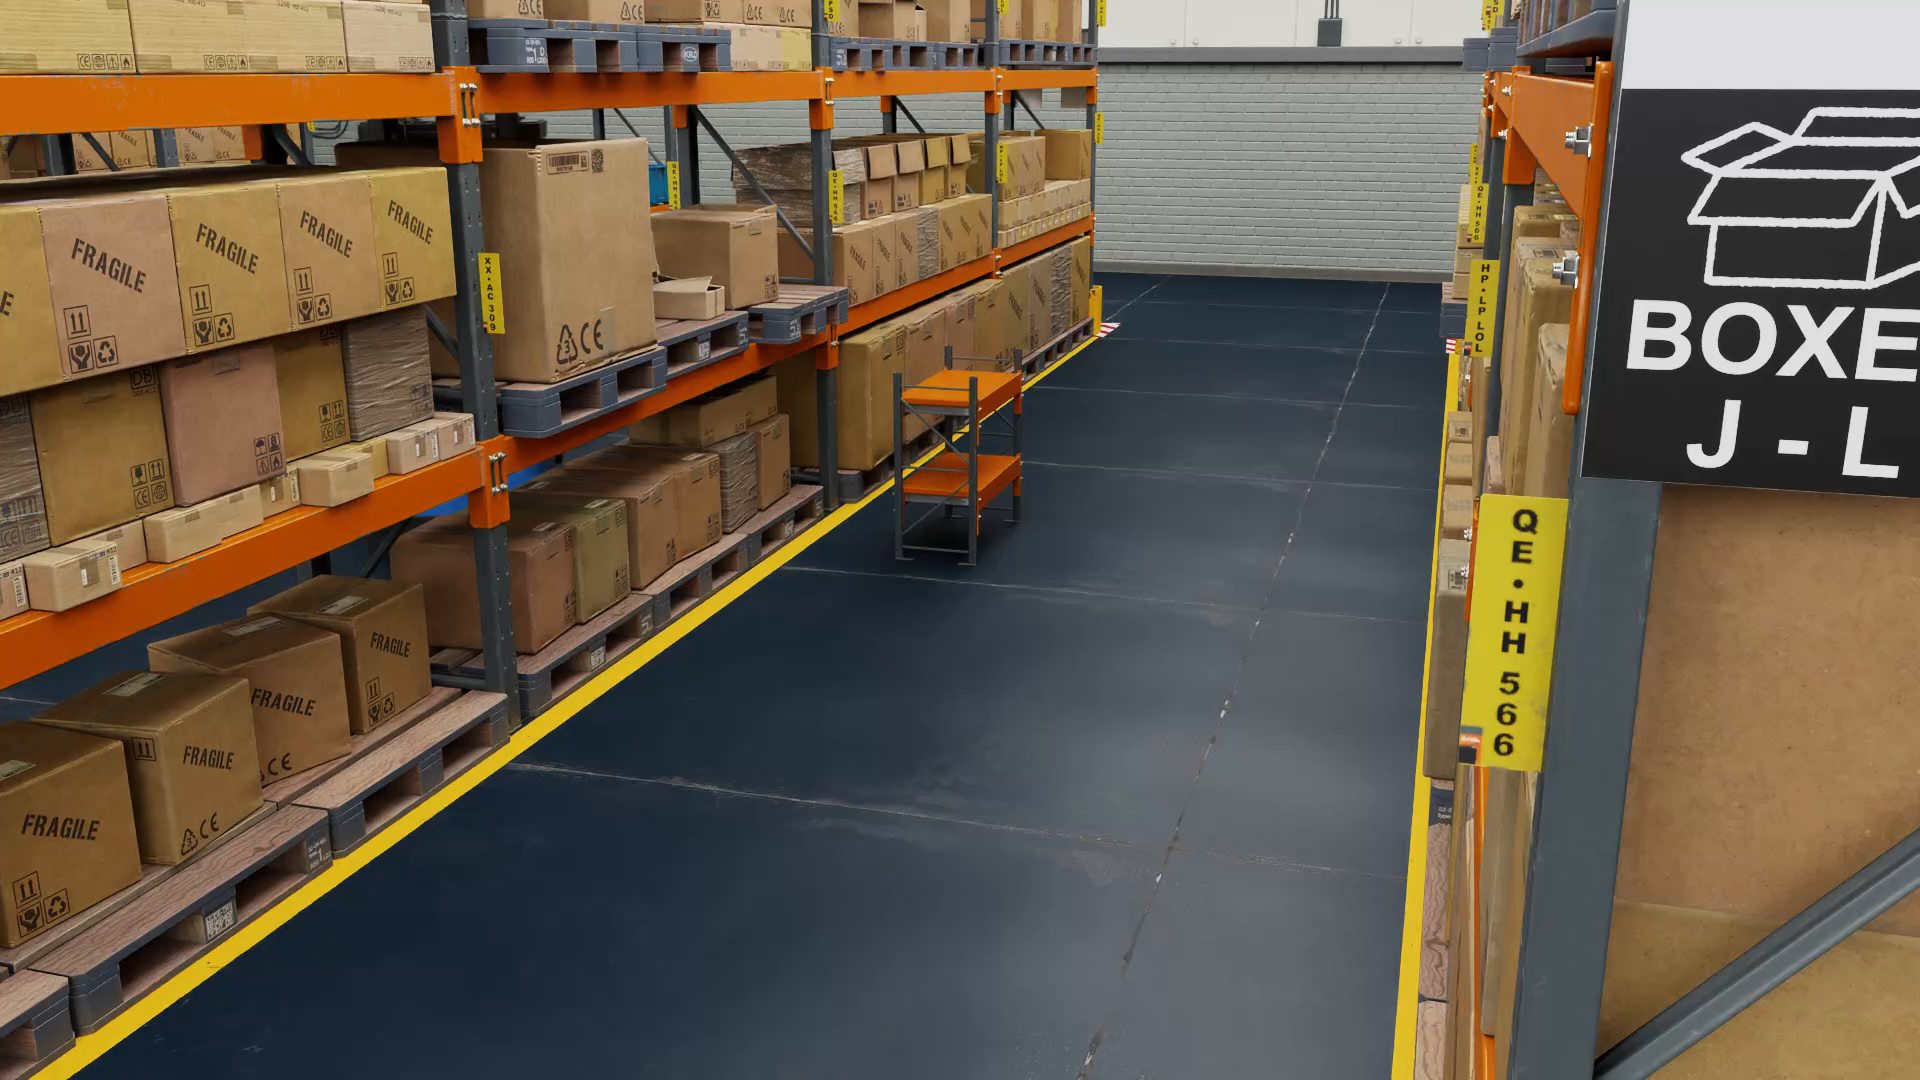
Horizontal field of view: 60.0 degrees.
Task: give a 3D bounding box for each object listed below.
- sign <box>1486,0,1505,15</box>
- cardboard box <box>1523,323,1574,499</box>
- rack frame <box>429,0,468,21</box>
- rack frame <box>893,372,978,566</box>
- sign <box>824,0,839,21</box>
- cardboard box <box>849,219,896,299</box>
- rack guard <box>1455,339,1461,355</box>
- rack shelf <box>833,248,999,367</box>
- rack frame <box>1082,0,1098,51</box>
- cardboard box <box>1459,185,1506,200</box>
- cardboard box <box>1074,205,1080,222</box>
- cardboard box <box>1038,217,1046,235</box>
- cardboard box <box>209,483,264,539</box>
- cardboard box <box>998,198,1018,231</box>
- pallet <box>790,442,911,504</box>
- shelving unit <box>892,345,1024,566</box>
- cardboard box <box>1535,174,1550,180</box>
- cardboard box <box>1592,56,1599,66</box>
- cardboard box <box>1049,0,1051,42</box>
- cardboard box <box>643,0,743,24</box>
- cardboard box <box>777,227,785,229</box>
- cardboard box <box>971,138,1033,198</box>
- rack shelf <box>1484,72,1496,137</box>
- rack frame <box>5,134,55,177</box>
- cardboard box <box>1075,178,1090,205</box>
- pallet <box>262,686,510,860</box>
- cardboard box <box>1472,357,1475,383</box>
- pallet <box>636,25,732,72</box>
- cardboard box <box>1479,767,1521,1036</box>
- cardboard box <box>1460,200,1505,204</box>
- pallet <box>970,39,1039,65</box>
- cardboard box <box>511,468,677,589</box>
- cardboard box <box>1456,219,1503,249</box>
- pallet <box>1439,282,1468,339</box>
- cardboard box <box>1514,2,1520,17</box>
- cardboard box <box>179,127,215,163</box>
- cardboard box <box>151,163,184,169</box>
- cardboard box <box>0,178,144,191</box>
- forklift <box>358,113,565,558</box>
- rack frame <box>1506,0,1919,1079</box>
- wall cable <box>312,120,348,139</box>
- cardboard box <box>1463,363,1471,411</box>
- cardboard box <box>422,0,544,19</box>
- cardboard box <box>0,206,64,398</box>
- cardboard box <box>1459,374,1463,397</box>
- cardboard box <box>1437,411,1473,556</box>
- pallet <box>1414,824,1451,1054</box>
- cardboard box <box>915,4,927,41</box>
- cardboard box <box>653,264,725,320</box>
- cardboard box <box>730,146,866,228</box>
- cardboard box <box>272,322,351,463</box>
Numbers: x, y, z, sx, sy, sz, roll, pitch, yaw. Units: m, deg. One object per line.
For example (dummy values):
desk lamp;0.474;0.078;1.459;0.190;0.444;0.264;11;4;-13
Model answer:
sign;2.901;-3.002;8.971;0.100;0.325;0.005;5;16;16
cardboard box;1.358;-0.011;2.618;0.875;0.550;0.550;5;16;16
rack frame;-2.442;-3.518;6.242;1.000;3.000;0.127;5;16;16
rack frame;-0.143;-0.410;9.713;0.500;1.125;0.032;5;16;16
sign;-0.786;-3.328;10.120;0.100;0.325;0.005;5;16;16
cardboard box;-0.762;-1.968;11.587;0.500;0.500;0.500;4;16;14
rack guard;5.673;-2.138;16.951;1.175;0.500;0.348;5;16;16
rack shelf;-0.737;-1.856;12.693;1.077;0.370;4.000;5;16;16
rack frame;0.968;-6.658;17.311;1.000;3.000;0.127;5;16;16
cardboard box;4.005;-2.614;12.649;0.380;0.149;0.250;6;17;19
cardboard box;1.037;-3.398;17.272;0.380;0.149;0.250;5;16;16
cardboard box;0.602;-2.995;15.852;0.380;0.149;0.250;5;17;17
cardboard box;-2.624;-0.109;5.677;0.380;0.149;0.250;5;16;16
cardboard box;0.216;-2.899;14.781;0.500;0.250;0.500;4;16;15
pallet;-1.009;-0.537;11.837;1.003;0.211;1.213;5;16;16
shelving unit;0.002;-0.543;10.182;0.538;1.125;1.048;5;16;16
cardboard box;3.141;-1.547;8.273;0.700;0.500;0.500;4;16;15
cardboard box;3.838;-2.887;9.332;0.500;0.500;0.500;5;16;16
cardboard box;0.495;-5.096;16.165;0.700;0.500;0.500;3;16;12
cardboard box;-1.492;-3.003;8.822;0.500;0.500;0.500;5;17;17
cardboard box;-1.403;-1.875;11.259;0.500;0.500;0.500;5;17;18
cardboard box;0.360;-3.390;15.141;0.500;0.500;0.500;5;16;16
rack shelf;3.989;-2.888;10.835;1.077;0.370;4.000;5;16;16
rack frame;-9.666;-3.494;17.152;1.000;3.000;0.127;5;16;16
cardboard box;1.084;-3.695;17.590;0.500;0.250;0.500;4;16;15
pallet;-2.599;0.888;6.812;1.003;0.211;1.213;5;16;16
cardboard box;2.749;-0.954;8.012;0.500;0.500;0.500;5;16;16
pallet;-1.873;-2.410;8.175;1.213;0.211;1.003;5;16;16
cardboard box;1.345;0.507;2.769;0.875;0.550;0.550;5;16;16
cardboard box;3.565;-2.205;11.206;0.380;0.149;0.250;5;17;18
pallet;0.074;-4.339;14.794;1.003;0.211;1.213;5;16;16
cardboard box;-1.935;-0.070;8.853;0.700;0.500;0.500;3;16;11
cardboard box;3.121;-1.799;9.774;0.380;0.149;0.250;4;16;14
pallet;3.521;-1.370;10.014;1.213;0.211;1.003;5;16;16
cardboard box;2.862;-2.585;7.772;0.500;0.250;0.500;5;17;17
cardboard box;-8.824;-4.529;18.786;0.500;0.500;0.500;5;17;18
cardboard box;-8.973;-3.919;18.468;0.500;0.500;0.500;5;16;16
cardboard box;-3.097;-0.945;5.602;0.500;0.500;0.500;5;16;16
forklift;-3.200;-1.661;10.814;1.130;2.935;3.031;-3;16;-10
rack frame;1.144;0.825;1.923;0.949;2.616;0.053;5;16;16
wall cable;-11.330;-7.768;26.916;3.097;2.526;0.112;5;16;16
cardboard box;3.497;-0.960;10.654;0.500;0.250;0.500;5;17;17
cardboard box;-2.214;-2.442;6.986;0.797;0.503;0.637;4;16;13
cardboard box;-2.872;-0.642;4.534;0.500;0.500;0.500;5;16;16
cardboard box;4.343;-1.273;13.777;0.380;0.149;0.250;5;17;17
cardboard box;3.162;-0.235;9.014;1.050;0.750;0.750;4;16;15
pallet;1.993;1.313;5.312;1.003;0.211;1.213;5;16;16
cardboard box;-0.567;-4.047;12.998;0.500;0.311;0.500;4;16;14
cardboard box;-1.521;-1.359;9.099;0.396;0.266;0.258;4;16;14
cardboard box;-1.082;-2.399;11.270;0.797;0.503;0.637;5;17;18
cardboard box;-2.805;-0.582;6.157;0.875;0.500;0.500;5;16;16
